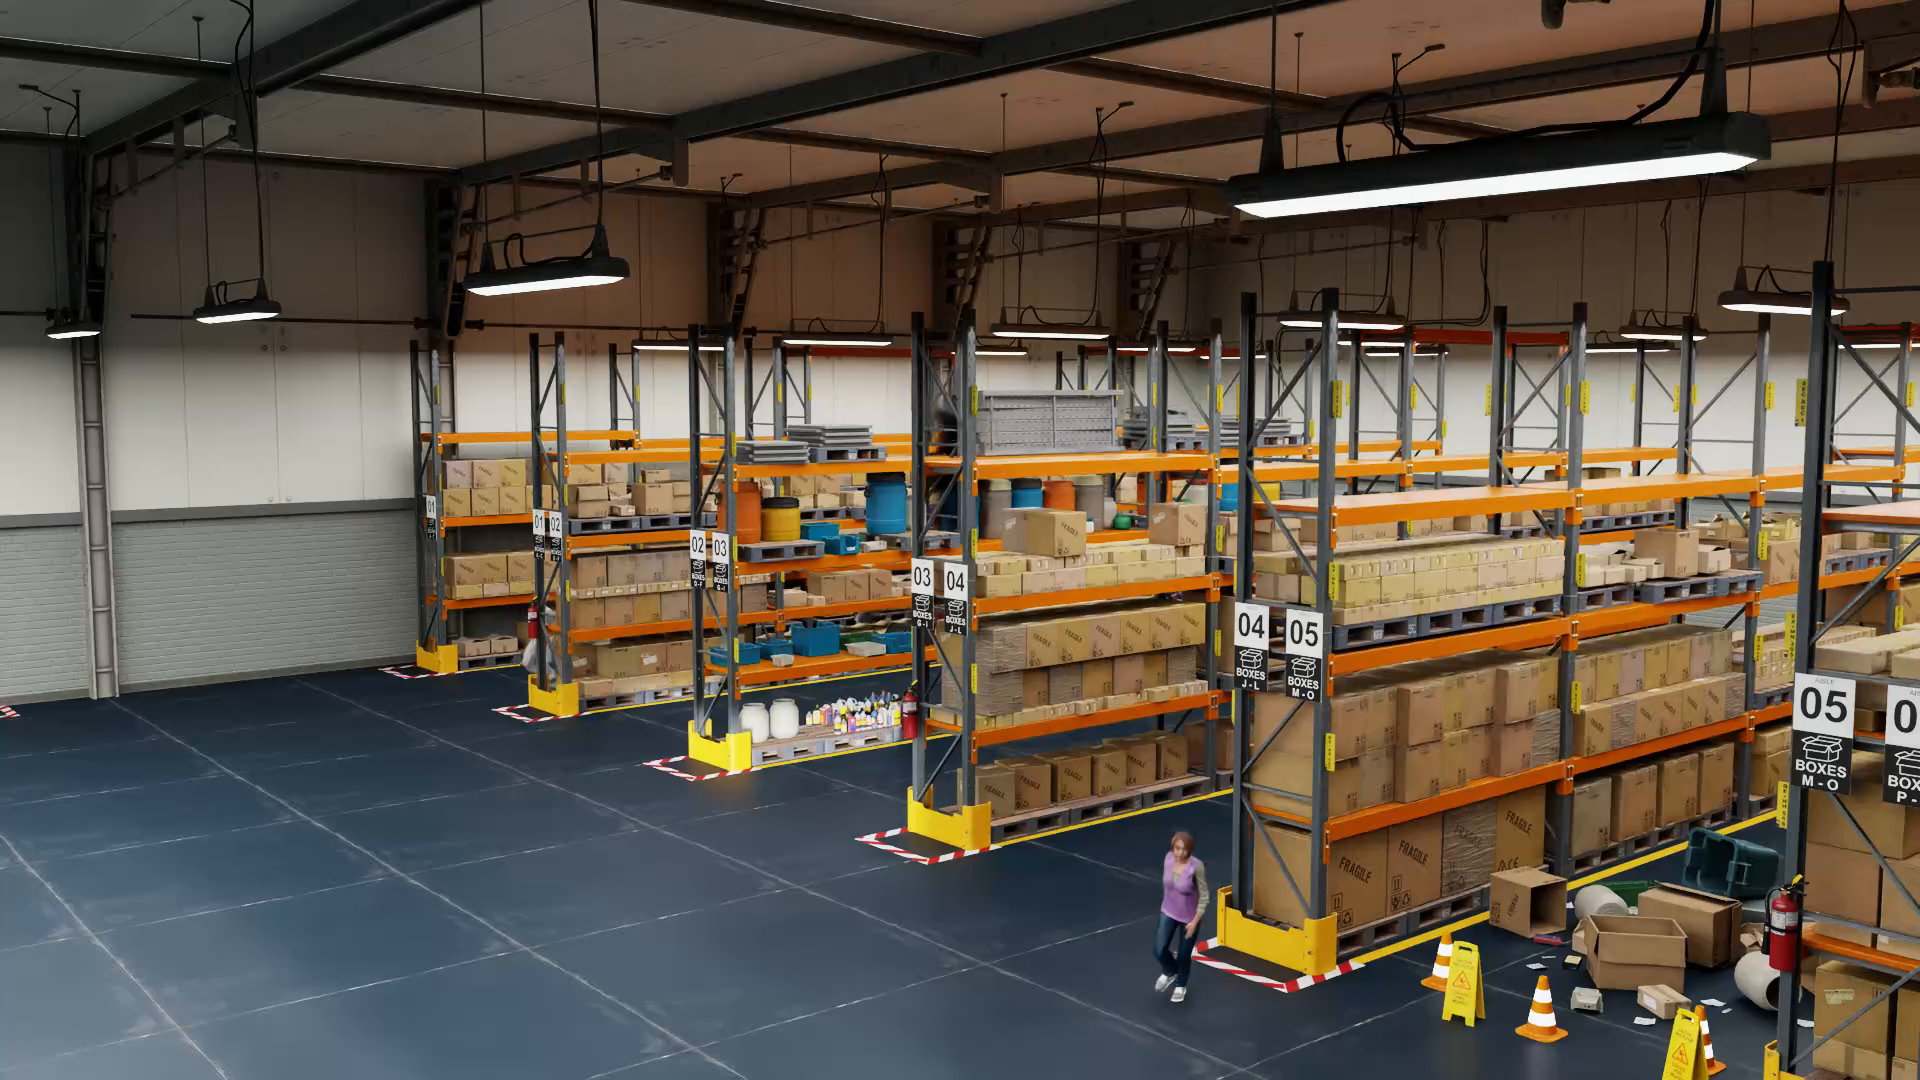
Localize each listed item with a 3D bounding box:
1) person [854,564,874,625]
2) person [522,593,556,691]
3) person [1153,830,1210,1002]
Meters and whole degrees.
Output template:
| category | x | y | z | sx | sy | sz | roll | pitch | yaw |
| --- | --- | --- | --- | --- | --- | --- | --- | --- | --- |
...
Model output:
| category | x | y | z | sx | sy | sz | roll | pitch | yaw |
| --- | --- | --- | --- | --- | --- | --- | --- | --- | --- |
| person | -1.861 | 1.279 | 32.523 | 0.833 | 1.825 | 0.601 | -3 | 6 | -32 |
| person | -7.094 | 1.711 | 27.922 | 0.649 | 1.728 | 0.705 | 3 | 6 | 26 |
| person | 1.840 | 3.133 | 13.778 | 0.529 | 1.530 | 0.662 | 3 | 6 | 25 |
